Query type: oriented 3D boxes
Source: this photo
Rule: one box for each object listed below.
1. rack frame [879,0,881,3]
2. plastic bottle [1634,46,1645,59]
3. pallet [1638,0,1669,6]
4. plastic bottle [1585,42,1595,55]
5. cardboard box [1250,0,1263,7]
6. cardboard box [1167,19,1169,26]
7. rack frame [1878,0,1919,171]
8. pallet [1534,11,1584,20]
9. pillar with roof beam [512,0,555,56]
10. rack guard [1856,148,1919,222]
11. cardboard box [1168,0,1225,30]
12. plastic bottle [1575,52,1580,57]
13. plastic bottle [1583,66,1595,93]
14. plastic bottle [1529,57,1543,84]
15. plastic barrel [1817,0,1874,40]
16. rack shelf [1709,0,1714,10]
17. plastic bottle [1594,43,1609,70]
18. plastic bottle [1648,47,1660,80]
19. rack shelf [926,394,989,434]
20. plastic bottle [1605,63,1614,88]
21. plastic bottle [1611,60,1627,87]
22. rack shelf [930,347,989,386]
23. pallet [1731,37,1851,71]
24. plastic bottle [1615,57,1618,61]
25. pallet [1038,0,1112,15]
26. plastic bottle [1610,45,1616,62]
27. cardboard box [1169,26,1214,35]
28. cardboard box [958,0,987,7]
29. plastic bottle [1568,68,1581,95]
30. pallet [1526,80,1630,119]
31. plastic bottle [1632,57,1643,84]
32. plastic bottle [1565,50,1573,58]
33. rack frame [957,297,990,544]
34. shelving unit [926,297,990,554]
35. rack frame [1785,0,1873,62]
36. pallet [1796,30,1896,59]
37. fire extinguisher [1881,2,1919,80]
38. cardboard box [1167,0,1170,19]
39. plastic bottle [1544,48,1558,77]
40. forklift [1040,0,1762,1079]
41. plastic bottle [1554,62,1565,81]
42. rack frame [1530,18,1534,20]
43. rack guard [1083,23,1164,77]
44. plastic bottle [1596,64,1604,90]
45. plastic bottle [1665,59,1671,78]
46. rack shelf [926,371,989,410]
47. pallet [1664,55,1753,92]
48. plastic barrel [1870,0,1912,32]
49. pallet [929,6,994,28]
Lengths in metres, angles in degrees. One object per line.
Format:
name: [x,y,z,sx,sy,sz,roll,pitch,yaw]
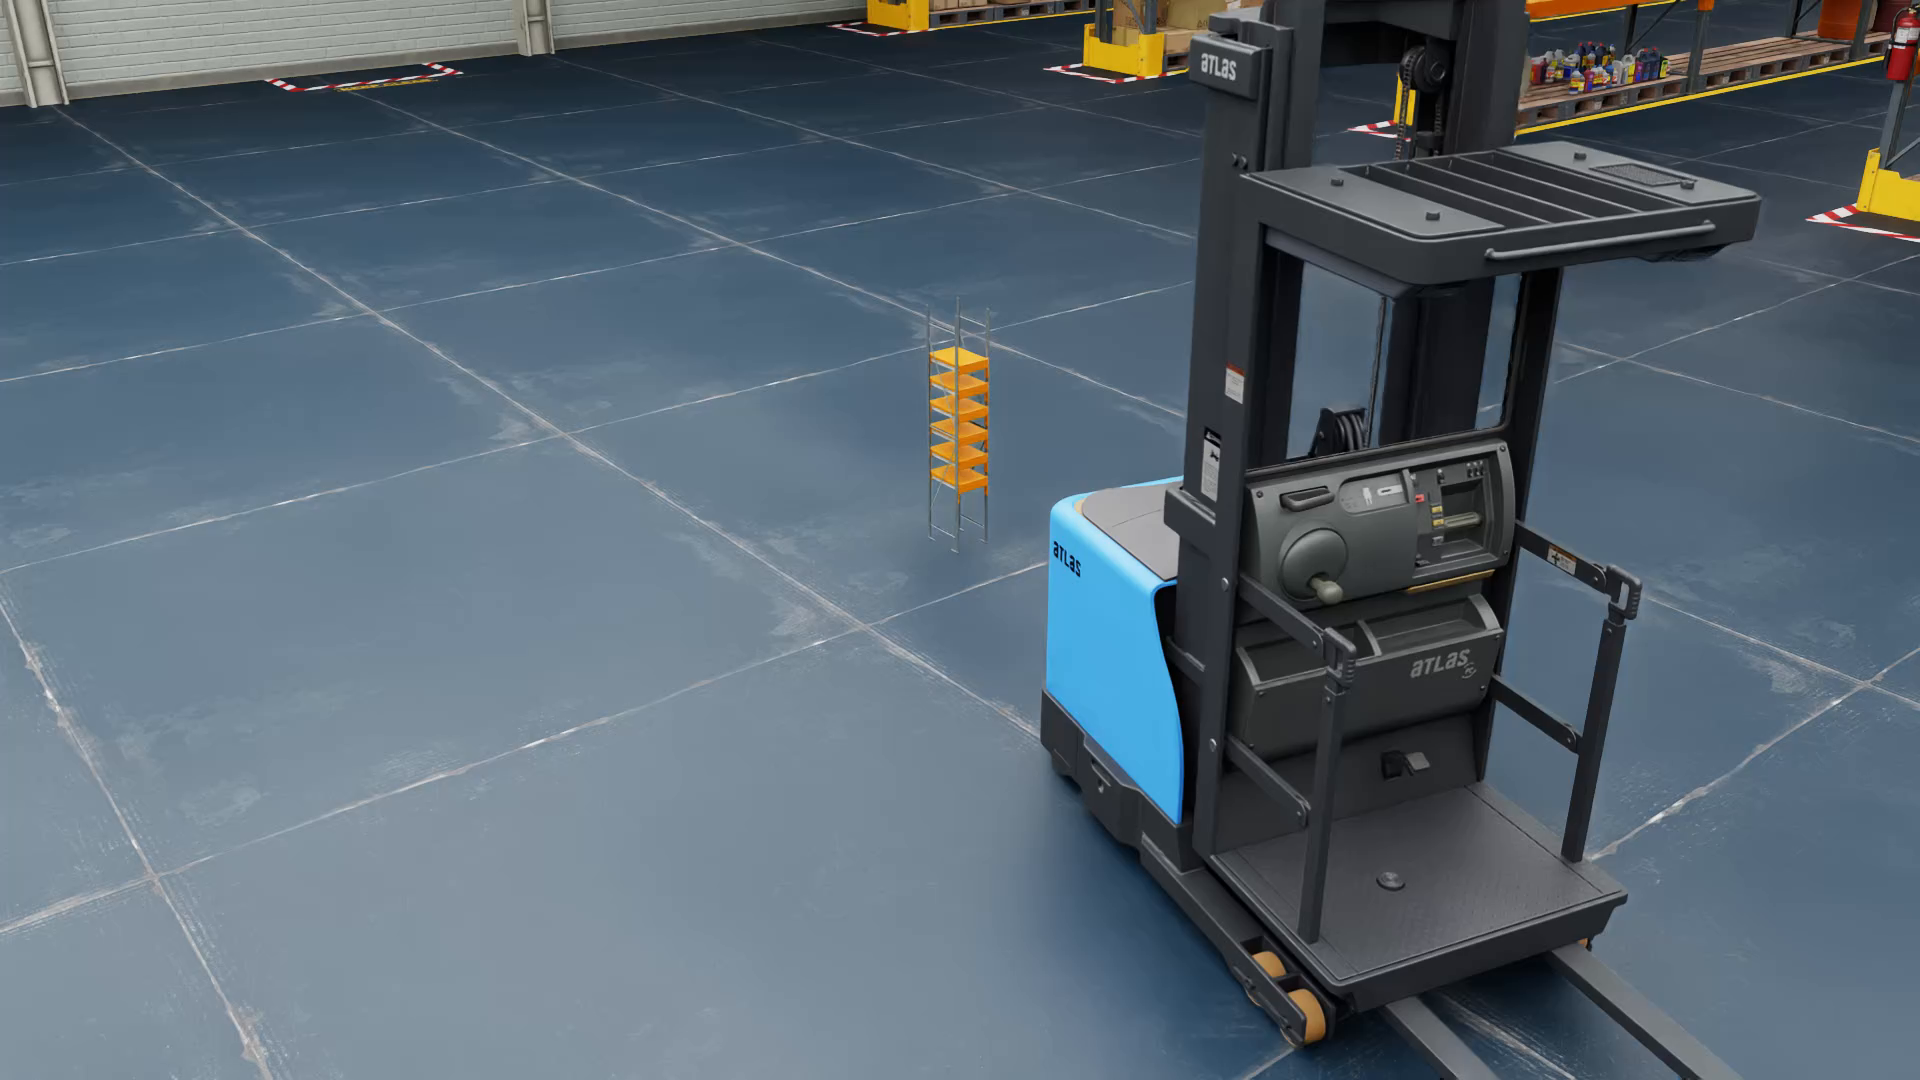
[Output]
rack frame: [-0.982,-8.986,24.049,0.127,3.000,1.000,-18,31,-34]
plastic bottle: [7.861,-5.526,19.218,0.185,0.351,0.144,-18,31,-34]
pallet: [10.904,-8.974,27.336,1.213,0.211,1.003,-18,31,-34]
plastic bottle: [7.388,-5.669,19.526,0.185,0.351,0.144,-17,30,-33]
cardboard box: [3.819,-7.084,21.827,0.500,0.500,0.500,-18,31,-34]
cardboard box: [2.703,-6.660,21.805,0.500,0.250,0.500,-18,31,-34]
rack frame: [8.188,-4.063,13.442,0.127,3.000,1.000,-18,31,-34]
pallet: [8.984,-8.341,25.971,1.213,0.211,1.003,-18,31,-34]
pillar with roof beam: [-3.030,-9.191,17.364,0.400,9.000,9.100,-18,31,-34]
rack guard: [8.247,-2.949,14.011,0.348,0.500,1.175,-18,31,-34]
cardboard box: [3.029,-6.825,21.270,0.500,0.500,0.500,-18,31,-34]
plastic bottle: [7.147,-5.533,19.328,0.097,0.271,0.097,0,25,0]
plastic bottle: [6.940,-5.092,18.363,0.133,0.283,0.061,-18,30,-33]
plastic bottle: [6.521,-5.347,18.920,0.135,0.276,0.152,-18,30,-34]
plastic barrel: [11.801,-7.121,22.109,0.708,0.830,0.600,-18,31,-34]
rack shelf: [9.853,-6.936,20.487,4.000,0.370,1.077,-18,31,-34]
plastic bottle: [7.477,-5.621,19.423,0.185,0.351,0.144,-18,31,-34]
plastic bottle: [7.950,-5.478,19.115,0.185,0.351,0.144,-19,31,-35]
rack shelf: [-0.011,-0.609,7.958,0.180,0.103,0.258,-18,31,-34]
plastic bottle: [7.258,-5.201,18.613,0.097,0.271,0.097,0,25,0]
plastic bottle: [7.415,-5.270,18.754,0.135,0.276,0.152,-18,30,-33]
rack shelf: [-0.011,-0.827,7.856,0.180,0.103,0.258,-18,31,-34]
pallet: [10.793,-6.329,21.636,1.213,0.211,1.003,-18,31,-34]
plastic bottle: [7.461,-5.341,18.900,0.133,0.283,0.061,-18,31,-34]
pallet: [1.659,-8.574,26.474,1.213,0.211,1.003,-18,31,-34]
plastic bottle: [7.758,-5.768,19.832,0.097,0.271,0.097,0,25,0]
cardboard box: [3.028,-6.486,21.429,0.500,0.250,0.500,-18,31,-34]
cardboard box: [0.067,-8.264,25.164,0.500,0.311,0.500,-15,29,-30]
plastic bottle: [6.750,-5.034,18.251,0.097,0.271,0.097,0,25,0]
pallet: [6.764,-4.999,18.770,1.213,0.211,1.003,-18,31,-34]
plastic bottle: [7.697,-5.342,18.901,0.133,0.283,0.061,-16,29,-31]
plastic bottle: [7.084,-5.560,19.371,0.133,0.283,0.061,-17,30,-32]
rack frame: [0.061,-0.564,8.041,0.006,1.200,0.240,-18,31,-34]
shelving unit: [-0.011,-0.540,7.989,0.189,1.200,0.258,-18,31,-34]
rack frame: [11.427,-7.782,21.455,0.127,3.000,1.000,-18,31,-34]
pallet: [12.021,-6.736,22.513,1.213,0.211,1.003,-18,31,-34]
fire extinguisher: [7.813,-4.151,13.723,0.183,0.674,0.296,-18,31,-34]
cardboard box: [3.094,-7.132,21.930,0.500,0.500,0.500,-18,31,-34]
plastic bottle: [6.758,-5.461,19.078,0.185,0.351,0.144,-17,30,-32]
forklift: [1.365,-0.020,4.811,1.130,2.935,3.031,-10,27,-21]
plastic bottle: [6.867,-5.365,19.048,0.097,0.201,0.097,0,25,0]
rack frame: [8.373,-9.424,24.993,0.127,3.000,1.000,-18,31,-34]
rack guard: [2.059,-6.206,21.028,0.348,0.500,1.175,-18,31,-34]
plastic bottle: [7.099,-5.149,18.499,0.097,0.271,0.097,0,25,0]
plastic bottle: [8.186,-5.476,19.287,0.097,0.201,0.097,0,25,0]
rack shelf: [-0.011,-0.718,7.907,0.180,0.103,0.258,-18,31,-34]
pallet: [8.873,-5.695,20.270,1.213,0.211,1.003,-18,31,-34]
plastic barrel: [12.690,-7.305,22.792,0.708,0.588,0.600,-18,31,-34]
pallet: [-0.261,-7.940,25.108,1.213,0.211,1.003,-18,31,-34]
